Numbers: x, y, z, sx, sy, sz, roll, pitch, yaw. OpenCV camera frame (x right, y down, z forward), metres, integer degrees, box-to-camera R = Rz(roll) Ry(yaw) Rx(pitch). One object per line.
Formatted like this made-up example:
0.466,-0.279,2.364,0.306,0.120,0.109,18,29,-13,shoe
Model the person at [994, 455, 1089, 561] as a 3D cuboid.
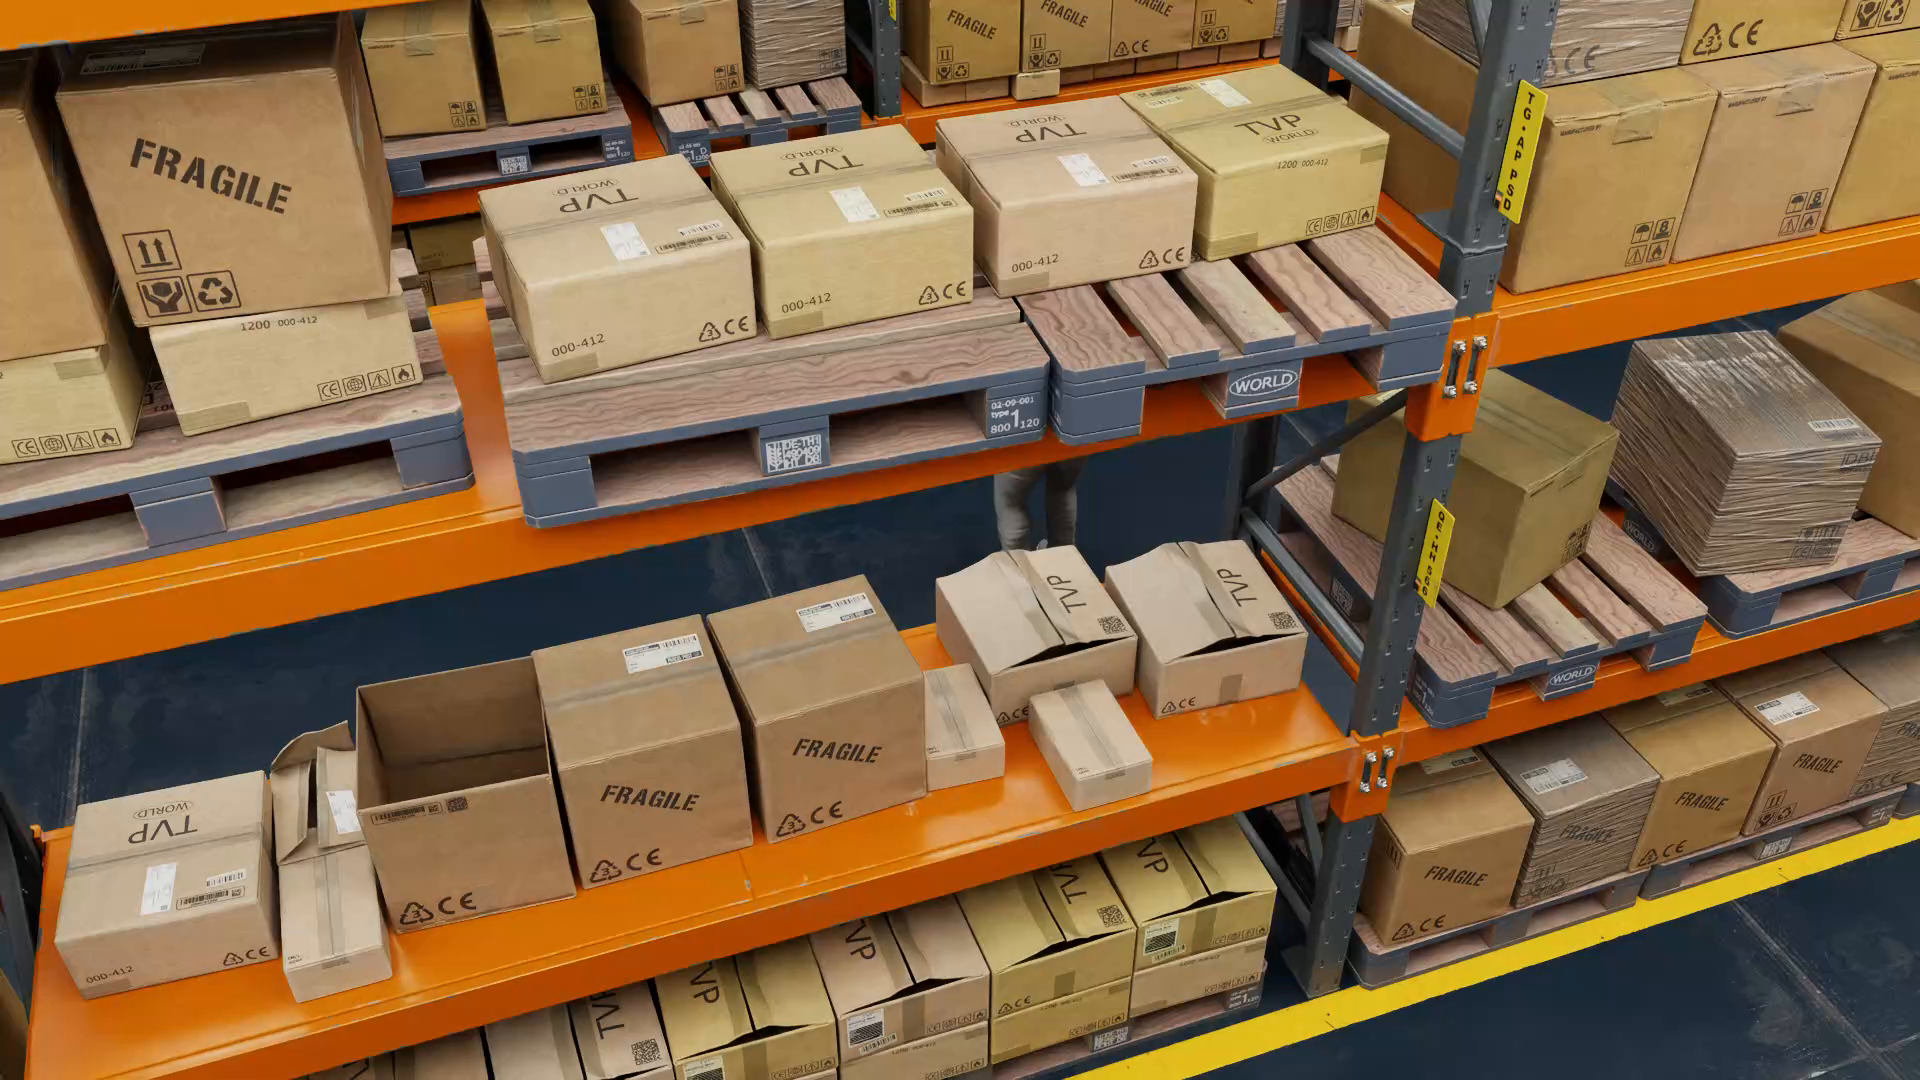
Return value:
0.336,-0.508,7.444,0.452,1.660,0.560,-13,40,-16,person
